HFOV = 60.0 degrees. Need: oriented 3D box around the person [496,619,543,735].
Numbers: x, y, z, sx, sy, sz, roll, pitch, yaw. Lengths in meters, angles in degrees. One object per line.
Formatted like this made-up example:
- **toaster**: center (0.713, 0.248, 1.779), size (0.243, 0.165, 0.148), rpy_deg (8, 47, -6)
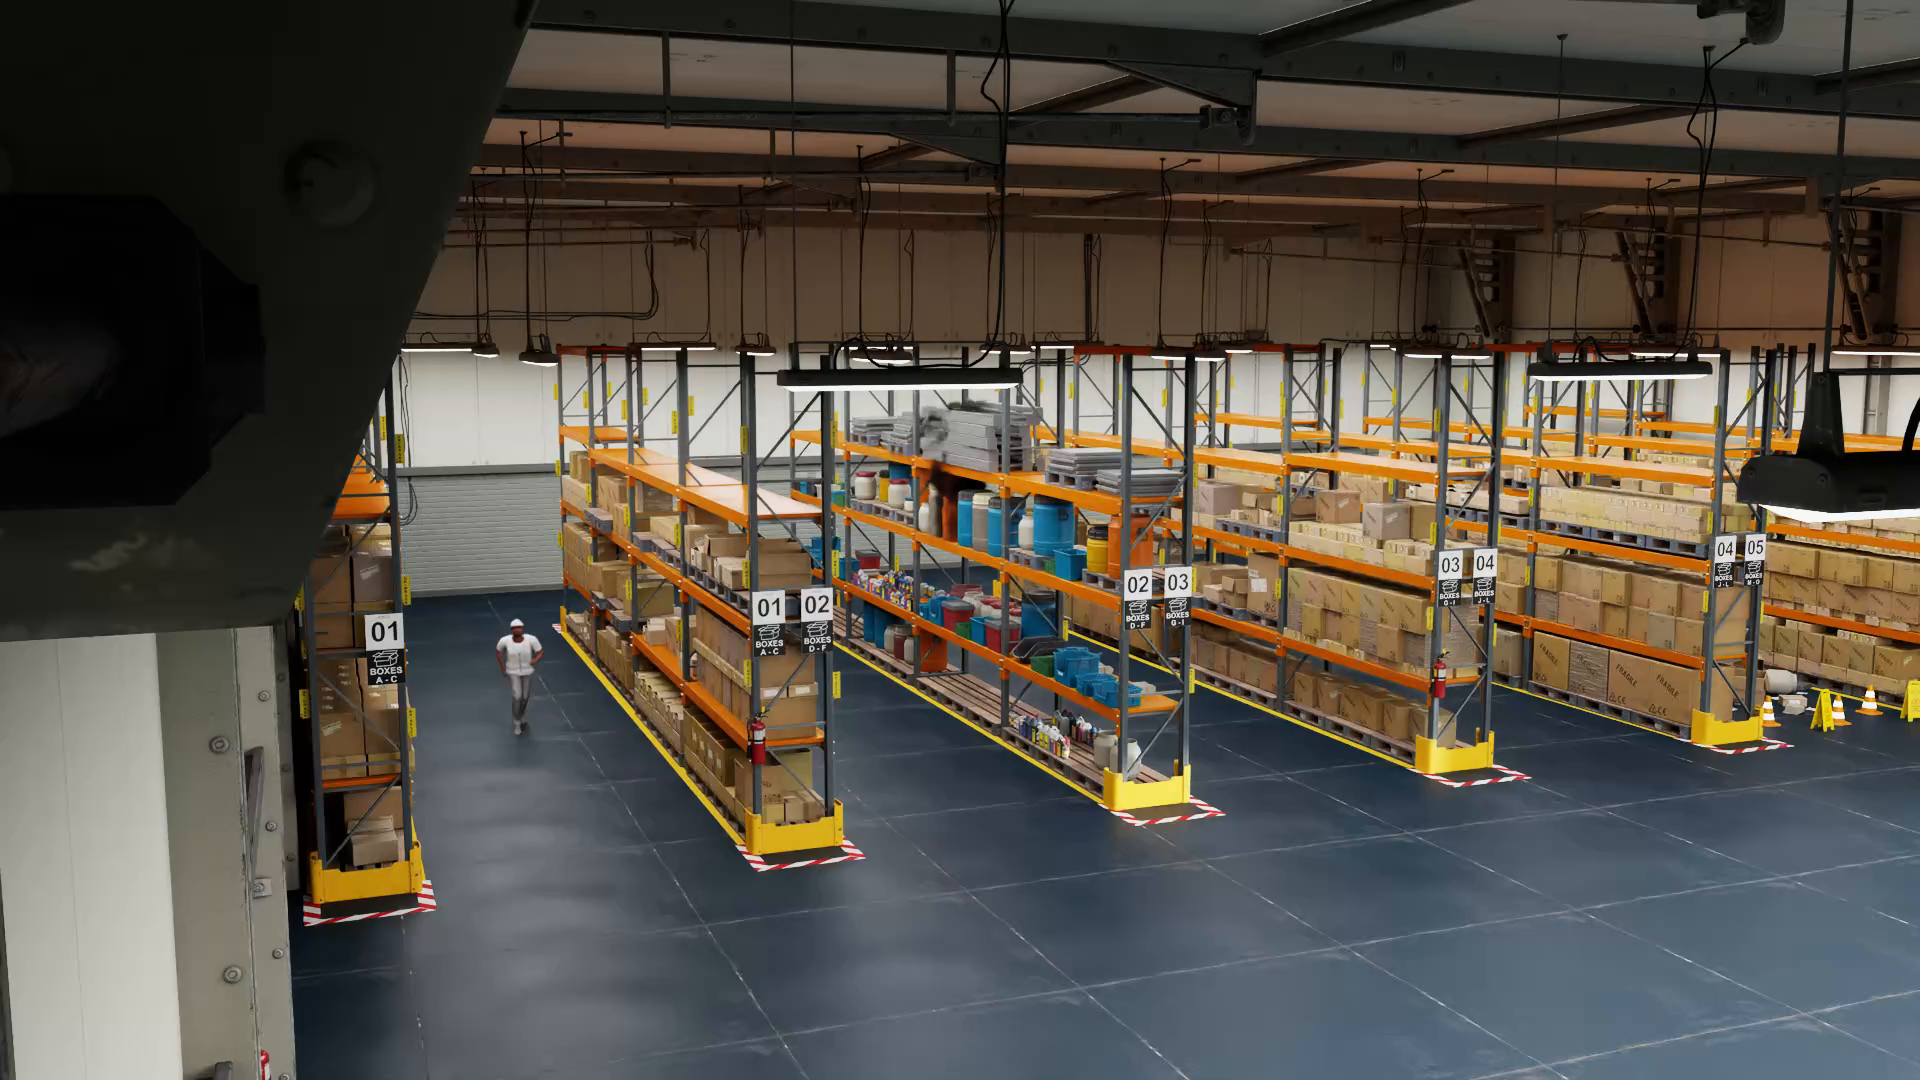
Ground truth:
- **person**: center (-6.947, 2.137, 26.302), size (0.704, 1.834, 0.690), rpy_deg (-3, 8, -22)
